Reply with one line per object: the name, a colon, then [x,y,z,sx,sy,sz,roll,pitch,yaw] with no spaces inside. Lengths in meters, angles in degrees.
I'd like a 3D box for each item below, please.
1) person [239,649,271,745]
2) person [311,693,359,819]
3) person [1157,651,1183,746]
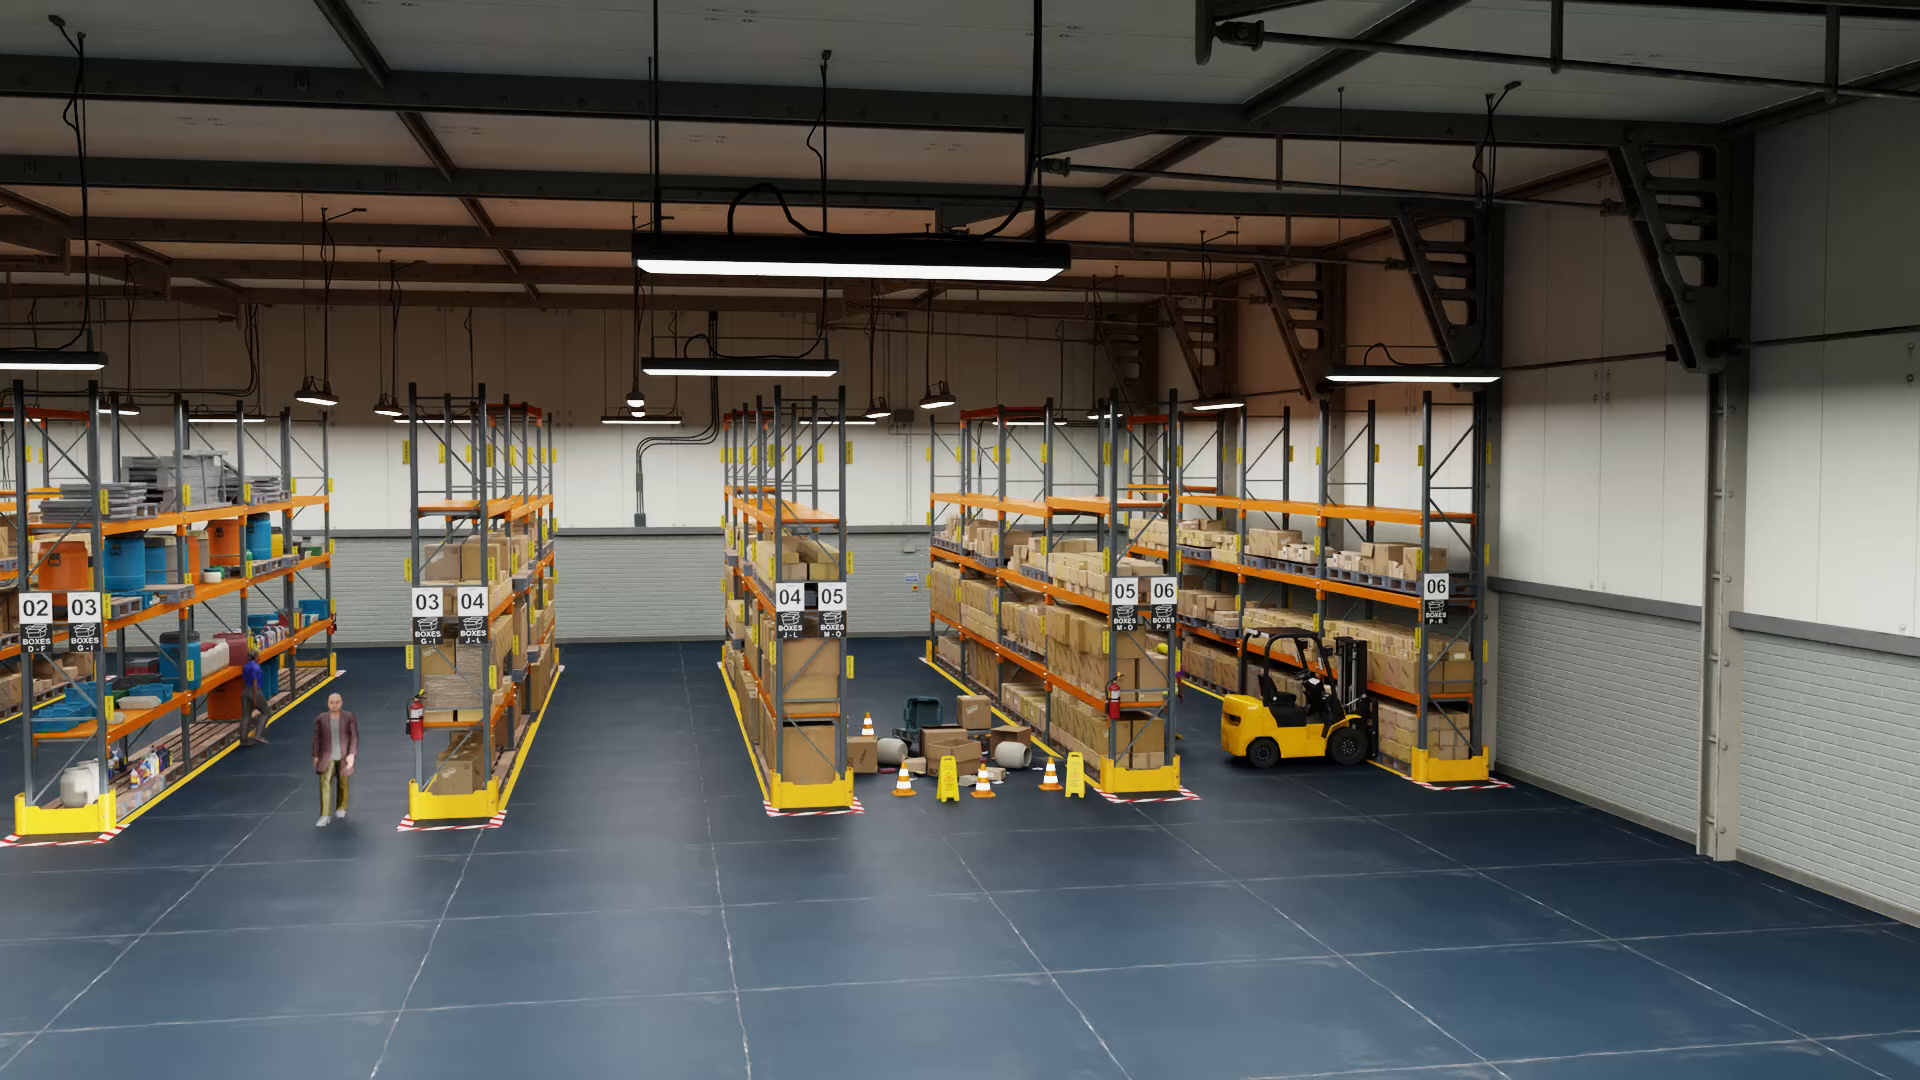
person: [-12.249,2.724,28.741,0.475,1.663,0.528,1,3,22]
person: [-8.524,2.925,22.689,0.605,1.672,0.809,-1,3,-23]
person: [3.542,2.680,28.719,0.608,1.717,0.460,0,3,-2]
